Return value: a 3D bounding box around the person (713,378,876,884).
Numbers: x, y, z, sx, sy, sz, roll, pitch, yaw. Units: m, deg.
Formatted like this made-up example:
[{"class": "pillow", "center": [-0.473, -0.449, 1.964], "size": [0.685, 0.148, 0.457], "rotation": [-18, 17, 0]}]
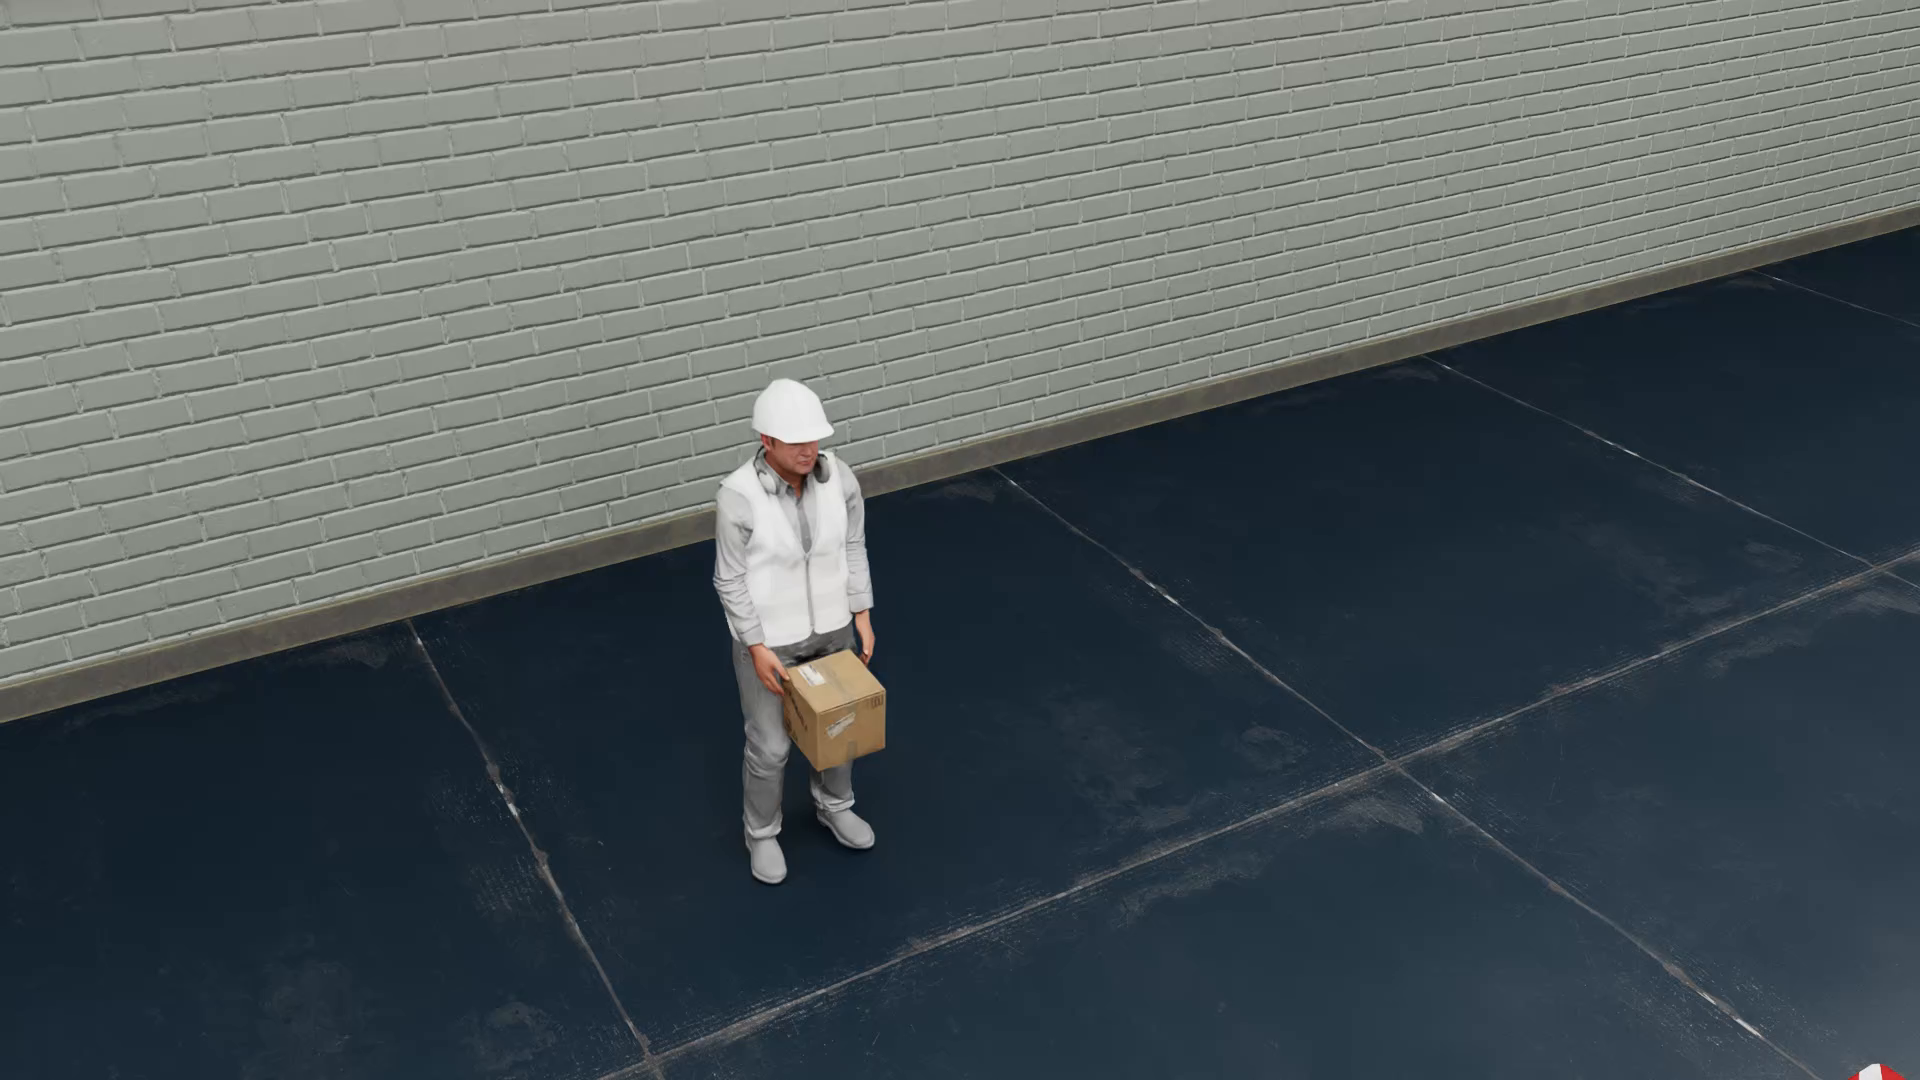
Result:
[{"class": "person", "center": [-0.545, 0.290, 5.563], "size": [0.551, 1.779, 0.446], "rotation": [-16, 33, -27]}]
